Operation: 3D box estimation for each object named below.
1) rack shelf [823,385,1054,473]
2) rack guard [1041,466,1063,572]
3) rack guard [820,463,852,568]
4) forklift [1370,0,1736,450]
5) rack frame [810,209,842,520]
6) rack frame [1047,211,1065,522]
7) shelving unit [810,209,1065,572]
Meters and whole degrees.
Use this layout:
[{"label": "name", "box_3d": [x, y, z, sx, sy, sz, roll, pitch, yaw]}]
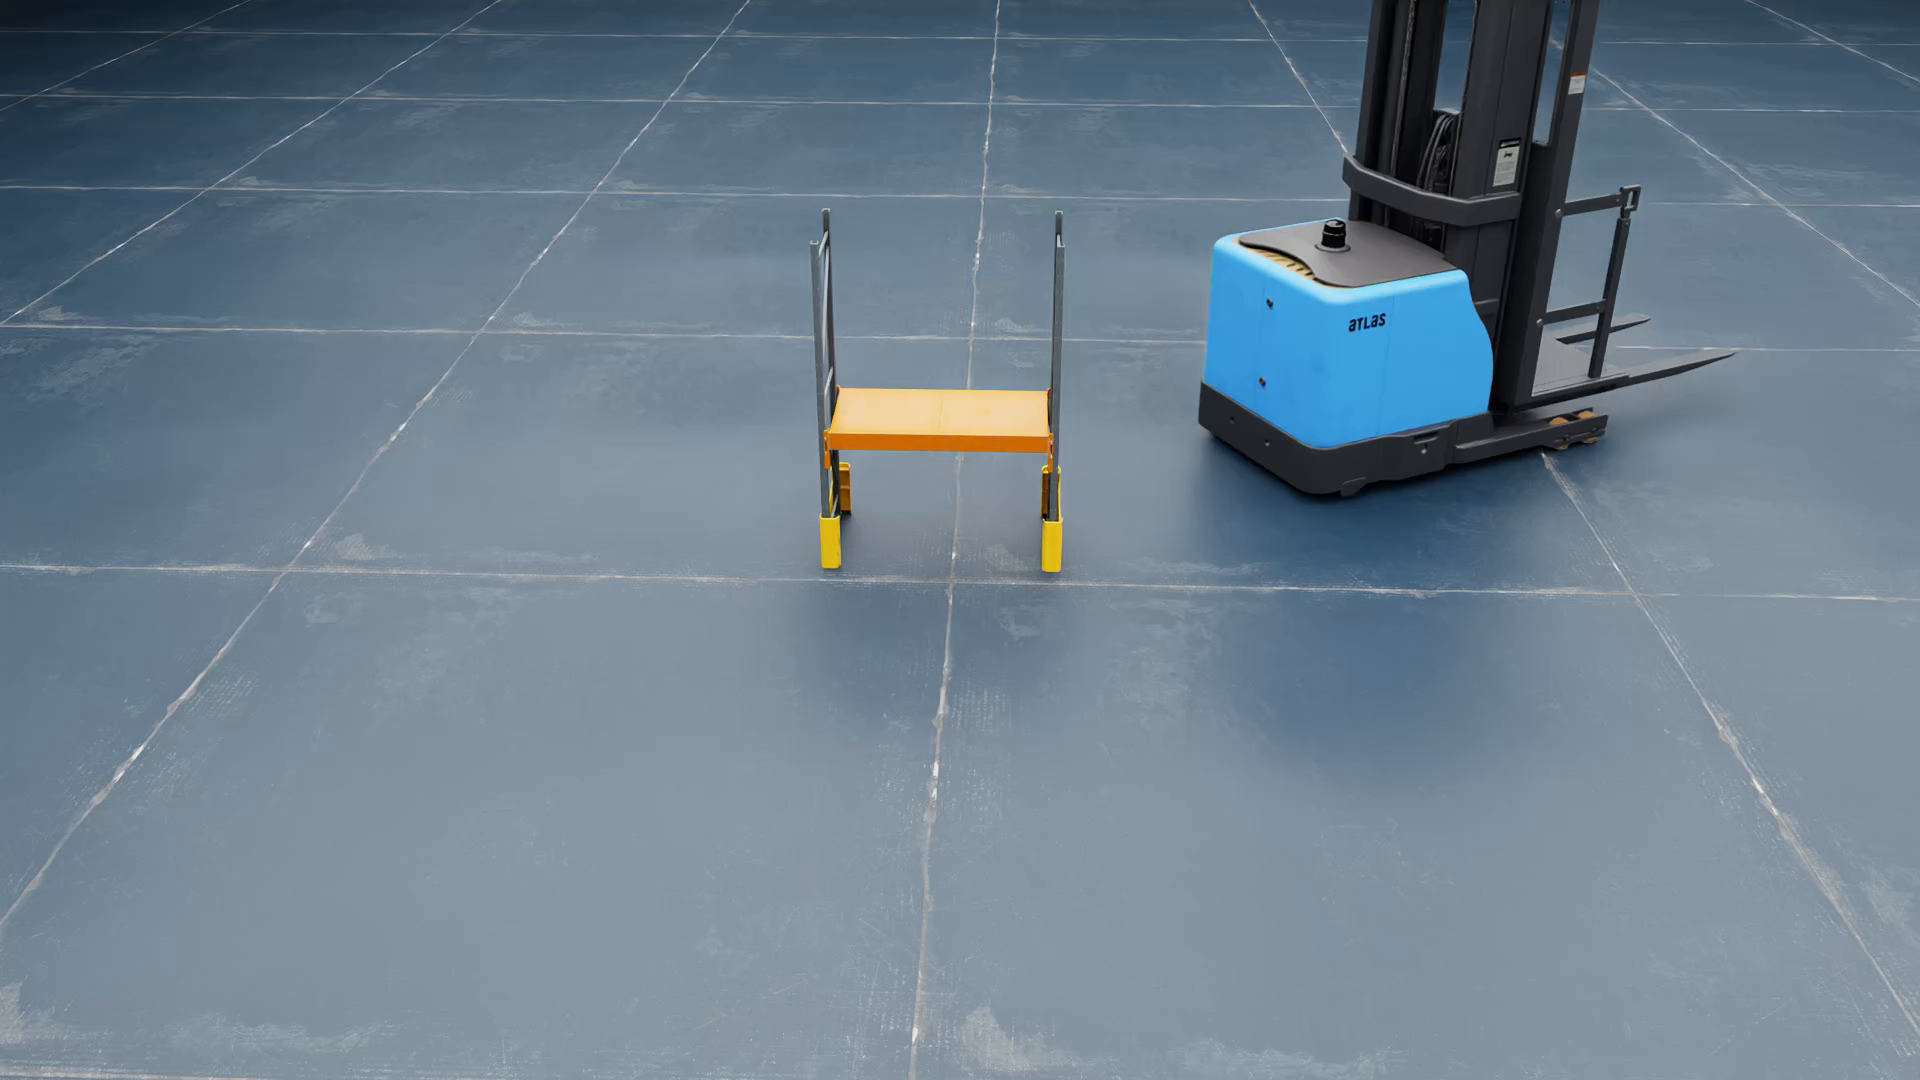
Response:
[{"label": "rack shelf", "box_3d": [-0.085, -0.505, 7.486, 1.000, 0.185, 0.538, 1, 28, 2]}, {"label": "rack guard", "box_3d": [0.422, -0.103, 7.678, 0.087, 0.250, 0.587, 1, 28, 2]}, {"label": "rack guard", "box_3d": [-0.574, -0.120, 7.709, 0.087, 0.250, 0.587, 1, 28, 2]}, {"label": "forklift", "box_3d": [2.811, -1.966, 8.330, 3.031, 2.935, 1.121, -13, 31, -23]}, {"label": "rack frame", "box_3d": [-0.593, -0.672, 7.417, 0.032, 1.500, 0.500, 1, 28, 2]}, {"label": "rack frame", "box_3d": [0.423, -0.656, 7.386, 0.032, 1.500, 0.500, 1, 28, 2]}, {"label": "shelving unit", "box_3d": [-0.076, -0.664, 7.401, 1.083, 1.500, 0.587, 1, 28, 2]}]
